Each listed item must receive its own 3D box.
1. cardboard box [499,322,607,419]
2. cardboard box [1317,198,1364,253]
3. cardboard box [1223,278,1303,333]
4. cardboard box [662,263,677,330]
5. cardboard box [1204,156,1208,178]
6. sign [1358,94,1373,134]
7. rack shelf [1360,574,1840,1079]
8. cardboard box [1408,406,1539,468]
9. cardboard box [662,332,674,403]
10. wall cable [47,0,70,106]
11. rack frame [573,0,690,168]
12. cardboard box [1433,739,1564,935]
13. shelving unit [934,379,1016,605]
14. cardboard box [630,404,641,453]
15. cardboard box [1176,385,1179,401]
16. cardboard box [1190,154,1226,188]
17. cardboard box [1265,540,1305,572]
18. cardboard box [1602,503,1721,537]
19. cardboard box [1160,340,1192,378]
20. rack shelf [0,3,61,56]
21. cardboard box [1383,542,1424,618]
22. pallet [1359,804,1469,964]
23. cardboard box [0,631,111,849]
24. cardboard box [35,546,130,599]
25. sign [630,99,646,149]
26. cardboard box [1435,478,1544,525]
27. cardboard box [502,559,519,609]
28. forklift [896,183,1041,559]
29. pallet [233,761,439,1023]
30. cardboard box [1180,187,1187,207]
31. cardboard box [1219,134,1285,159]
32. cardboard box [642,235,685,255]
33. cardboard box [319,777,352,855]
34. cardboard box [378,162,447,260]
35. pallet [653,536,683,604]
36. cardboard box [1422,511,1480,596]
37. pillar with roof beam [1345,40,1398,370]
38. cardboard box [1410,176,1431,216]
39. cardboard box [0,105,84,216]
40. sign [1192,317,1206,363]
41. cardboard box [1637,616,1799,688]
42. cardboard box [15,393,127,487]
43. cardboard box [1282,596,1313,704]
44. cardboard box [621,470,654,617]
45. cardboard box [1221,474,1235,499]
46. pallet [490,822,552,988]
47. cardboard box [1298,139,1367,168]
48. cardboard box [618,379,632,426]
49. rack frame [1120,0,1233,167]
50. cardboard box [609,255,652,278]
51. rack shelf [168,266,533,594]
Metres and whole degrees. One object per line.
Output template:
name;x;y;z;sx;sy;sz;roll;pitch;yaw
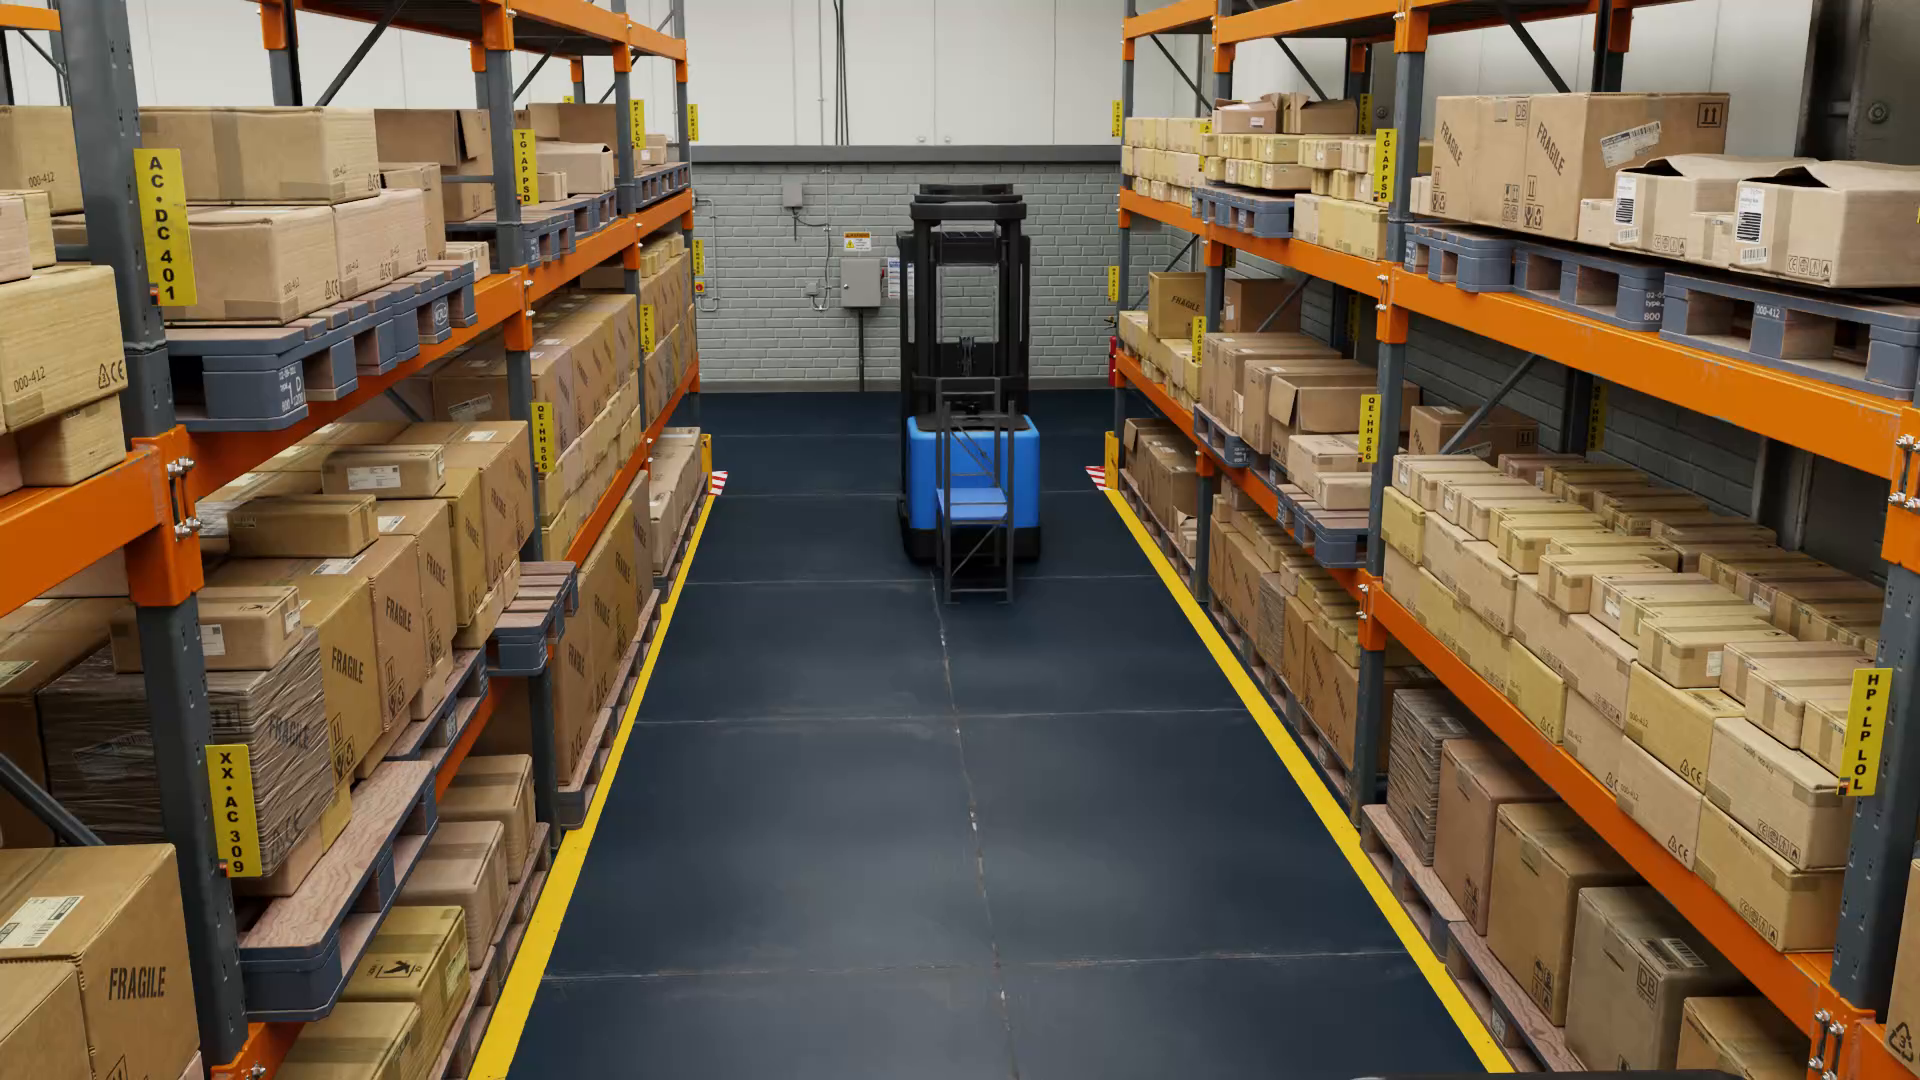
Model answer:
cardboard box;-2.338;-0.976;9.591;0.500;0.500;0.500;-1;14;-3
cardboard box;2.181;-1.645;8.683;0.500;0.250;0.500;-1;14;-3
cardboard box;2.413;-1.820;13.280;0.500;0.500;0.500;-1;14;-5
cardboard box;-2.576;-1.967;13.445;0.500;0.500;0.500;-1;14;-4
cardboard box;1.861;-2.514;11.217;0.380;0.149;0.250;-1;14;-3
sign;2.793;-2.915;11.486;0.100;0.325;0.005;-1;14;-3
rack shelf;2.611;0.829;6.227;1.077;0.370;4.000;-1;14;-3
cardboard box;2.611;-0.399;8.513;0.500;0.500;0.500;0;14;-1
cardboard box;-2.534;-1.352;13.060;0.500;0.500;0.500;-1;14;-3
wall cable;-9.764;-7.698;19.431;2.277;5.999;0.120;-1;14;-3
rack frame;-2.962;-4.834;14.754;1.000;3.000;0.127;-1;14;-3
cardboard box;2.561;1.248;7.079;0.875;0.625;0.625;0;14;-2
shelving unit;0.100;-0.384;12.510;0.538;1.500;1.048;-1;14;-4
cardboard box;-2.435;-0.753;11.236;0.500;0.250;0.500;-1;14;-5
cardboard box;1.900;-1.159;13.017;0.380;0.149;0.250;-1;14;-2
cardboard box;1.960;-2.651;11.996;0.500;0.250;0.500;-1;14;-3
cardboard box;2.140;0.099;10.494;0.380;0.149;0.250;0;14;-1
cardboard box;2.816;-0.046;6.684;0.380;0.149;0.250;-1;14;-4
cardboard box;1.901;-1.454;13.362;0.500;0.250;0.500;-1;14;-4
rack shelf;-7.773;-3.885;12.516;1.077;0.370;4.000;-1;14;-3
cardboard box;2.271;0.170;7.646;0.500;0.250;0.500;-1;14;-3
pallet;2.499;1.539;7.620;1.003;0.211;1.213;-1;14;-3
cardboard box;-2.477;0.549;4.234;0.500;0.500;0.500;-1;14;-4
cardboard box;-2.529;0.063;4.818;0.380;0.149;0.250;-1;14;-5
sign;-2.174;-2.800;11.200;0.100;0.325;0.005;-1;14;-3
cardboard box;2.272;-0.165;7.147;0.380;0.149;0.250;0;14;-2
cardboard box;-2.062;0.185;6.950;0.380;0.149;0.250;-1;14;-4
forklift;0.020;-1.585;14.306;1.130;2.935;3.031;-1;14;-4
pallet;-2.121;0.957;4.674;1.003;0.211;1.213;-1;14;-3
cardboard box;1.892;-2.616;12.659;0.380;0.149;0.250;-1;14;-4
cardboard box;1.881;-2.528;10.676;0.380;0.149;0.250;-1;14;-4
cardboard box;-2.600;-2.563;14.461;0.380;0.149;0.250;-1;14;-4
cardboard box;-1.944;0.770;4.677;0.380;0.149;0.250;-1;14;-2
cardboard box;-2.418;-1.204;6.466;0.700;0.500;0.500;-1;14;-3
pallet;-2.684;0.226;12.723;1.003;0.211;1.213;-1;14;-3
cardboard box;2.301;0.053;7.099;0.500;0.250;0.500;0;14;-2
pillar with roof beam;-1.201;-4.037;11.658;9.100;9.000;0.400;-1;14;-3
cardboard box;2.206;-1.516;7.306;0.380;0.166;0.250;-1;14;-4
cardboard box;-2.382;-0.912;3.986;0.500;0.250;0.500;-1;14;-2
sign;1.698;-1.420;11.789;0.100;0.325;0.005;-1;14;-3
cardboard box;2.347;0.345;5.162;0.380;0.149;0.250;-1;14;-5
cardboard box;-1.894;-0.201;3.273;0.380;0.149;0.250;-1;14;-3
cardboard box;2.191;0.634;9.716;0.500;0.500;0.500;0;14;-1
cardboard box;-2.596;0.045;11.253;0.875;0.875;0.875;0;14;-2
cardboard box;2.057;-0.370;11.719;0.380;0.149;0.250;-1;14;-4
pallet;-2.420;1.606;7.361;1.003;0.211;1.213;-1;14;-3
cardboard box;2.090;-2.137;9.197;0.380;0.149;0.250;-1;14;-3
cardboard box;-2.406;-0.873;10.698;0.500;0.250;0.500;-1;14;-2
rack frame;1.992;-4.911;15.056;1.000;3.000;0.127;-1;14;-3
cardboard box;-2.519;-2.052;12.474;0.380;0.149;0.250;-1;14;-4
rack shelf;-2.343;-0.546;5.552;1.077;0.370;4.000;-1;14;-3
